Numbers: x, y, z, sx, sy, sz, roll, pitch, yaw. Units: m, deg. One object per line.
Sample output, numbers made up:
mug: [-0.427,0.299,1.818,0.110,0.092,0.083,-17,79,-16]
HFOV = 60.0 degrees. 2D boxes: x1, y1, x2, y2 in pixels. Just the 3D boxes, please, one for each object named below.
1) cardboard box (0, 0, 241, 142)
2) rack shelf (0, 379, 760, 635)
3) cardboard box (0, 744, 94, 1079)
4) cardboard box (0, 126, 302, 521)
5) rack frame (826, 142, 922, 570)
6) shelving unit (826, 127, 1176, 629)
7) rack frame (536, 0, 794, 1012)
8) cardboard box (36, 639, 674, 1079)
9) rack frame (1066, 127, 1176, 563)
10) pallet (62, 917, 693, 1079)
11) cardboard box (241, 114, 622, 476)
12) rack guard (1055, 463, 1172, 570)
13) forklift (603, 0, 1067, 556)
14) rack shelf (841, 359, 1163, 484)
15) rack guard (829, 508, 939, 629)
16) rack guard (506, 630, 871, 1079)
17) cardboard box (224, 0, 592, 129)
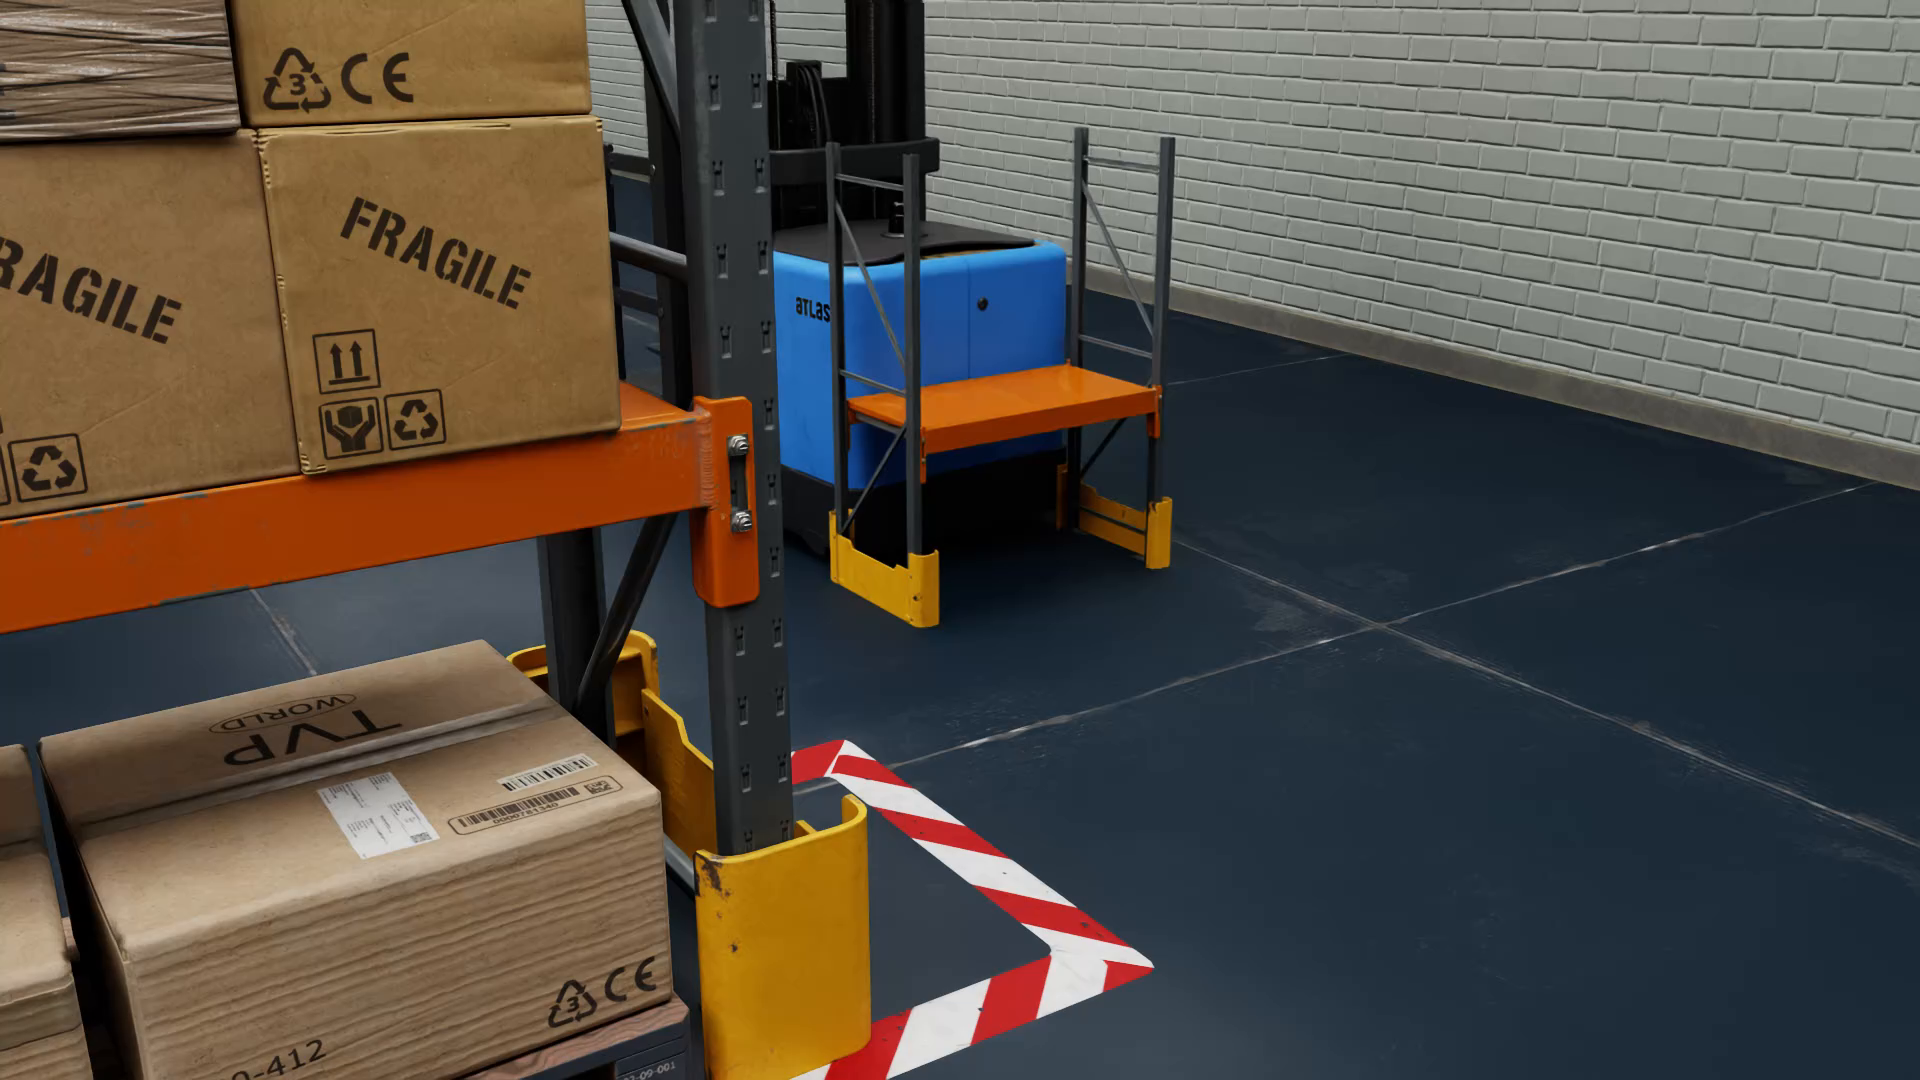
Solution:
cardboard box: [-1.329,-0.819,2.268,0.500,0.500,0.500,-12,22,-31]
rack shelf: [-2.307,0.146,2.252,4.000,0.370,1.077,-12,22,-31]
cardboard box: [-1.892,0.774,2.615,0.875,0.438,0.875,-11,22,-30]
cardboard box: [-1.321,-0.354,2.453,0.500,0.500,0.500,-12,22,-33]
rack frame: [-0.276,-0.500,5.383,0.032,1.500,0.500,-13,22,-33]
shelving unit: [0.149,-0.595,5.662,1.083,1.500,0.587,-13,22,-33]
rack frame: [-0.636,-0.547,3.179,0.127,3.000,1.000,-12,22,-31]
cardboard box: [-1.133,0.611,3.099,0.875,0.438,0.875,-13,23,-33]
rack frame: [0.560,-0.686,5.931,0.032,1.500,0.500,-13,22,-33]
pallet: [-1.261,0.936,3.147,1.213,0.211,1.003,-12,22,-31]
cardboard box: [-0.894,-0.438,2.702,0.500,0.500,0.500,-12,22,-31]
rack guard: [0.559,-0.093,6.131,0.087,0.250,0.587,-13,22,-33]
forklift: [-0.892,-1.736,6.804,1.130,2.935,3.031,-14,23,-36]
rack shelf: [0.142,-0.423,5.714,1.000,0.185,0.538,-13,22,-33]
rack guard: [-0.260,0.088,5.593,0.087,0.250,0.587,-13,22,-33]
rack guard: [-0.616,0.633,3.592,0.348,0.500,1.175,-12,22,-31]
cardboard box: [-0.908,-0.919,2.563,0.500,0.500,0.500,-11,22,-30]
